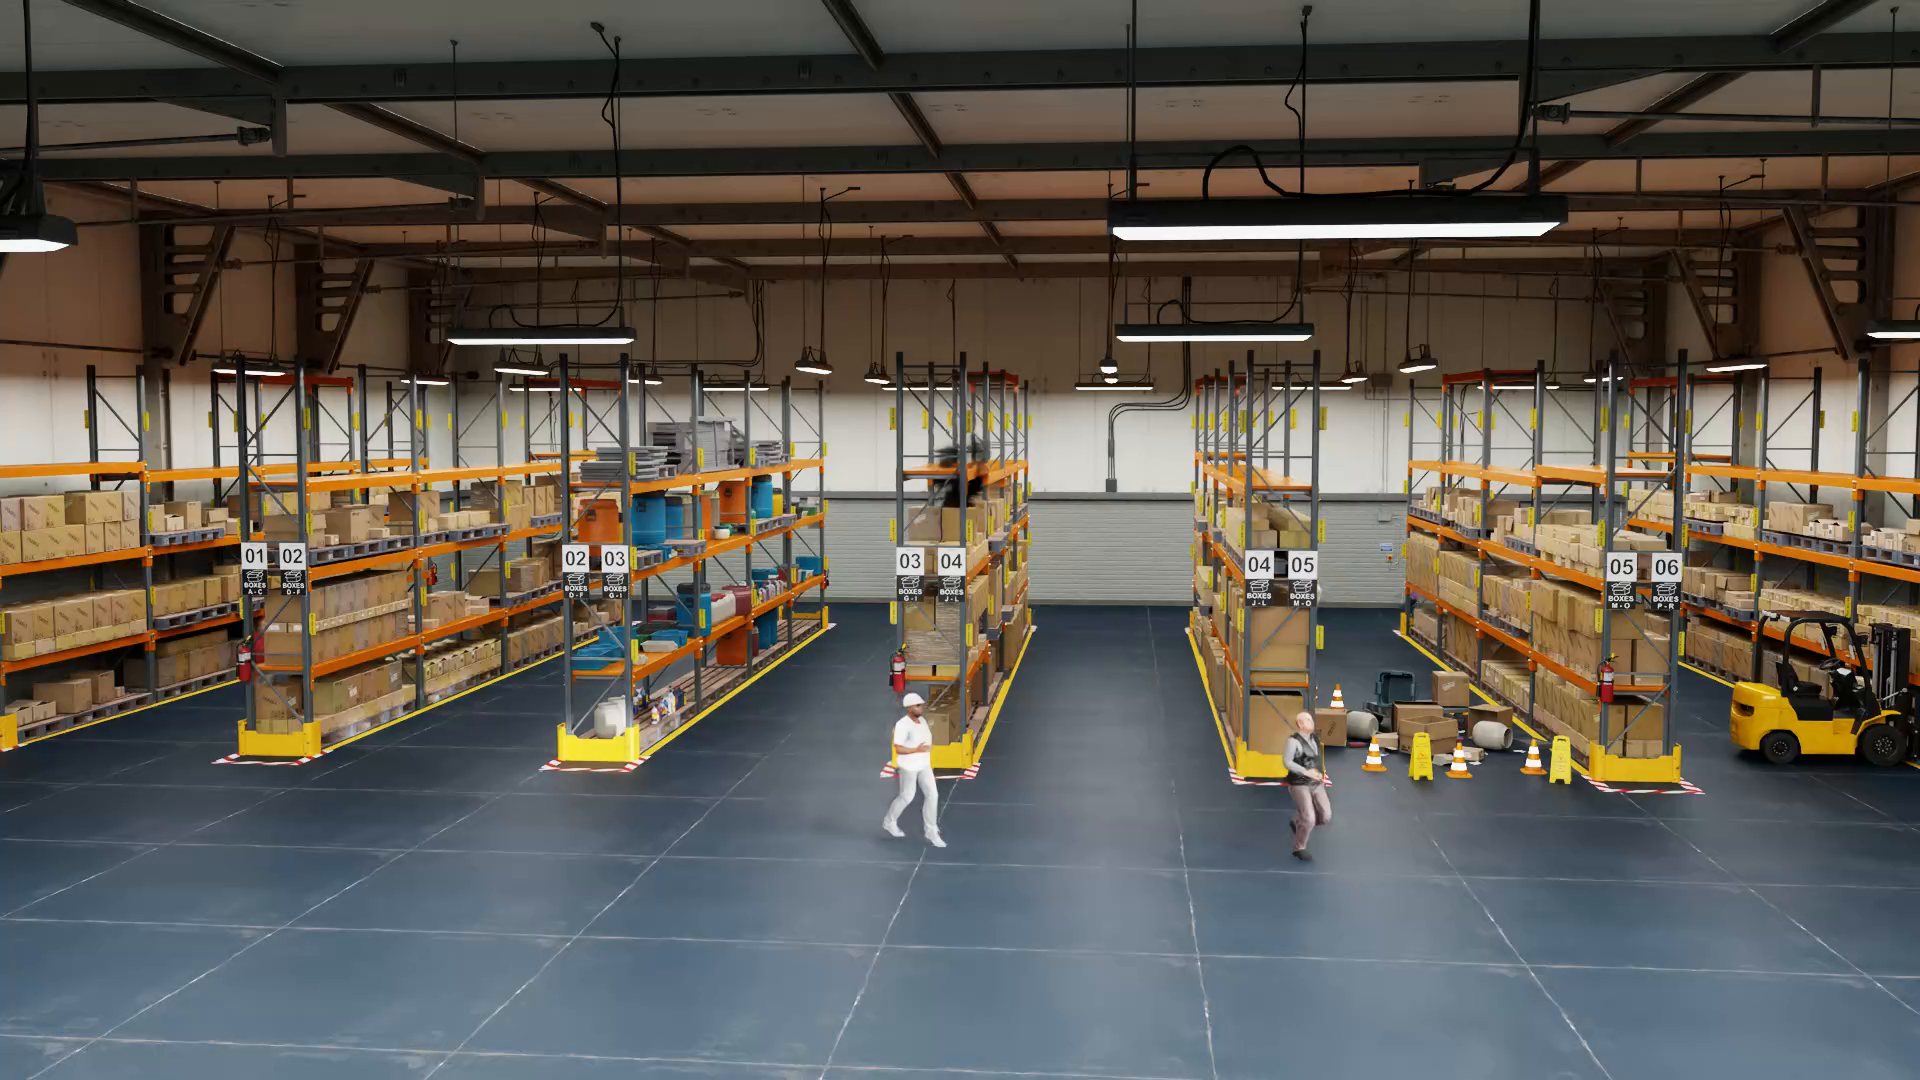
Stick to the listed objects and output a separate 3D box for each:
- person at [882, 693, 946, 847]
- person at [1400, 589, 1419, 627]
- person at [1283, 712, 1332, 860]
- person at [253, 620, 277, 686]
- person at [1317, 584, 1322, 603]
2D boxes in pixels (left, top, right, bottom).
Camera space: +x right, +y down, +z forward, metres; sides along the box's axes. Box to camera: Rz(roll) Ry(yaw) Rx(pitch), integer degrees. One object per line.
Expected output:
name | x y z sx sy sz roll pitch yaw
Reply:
person | -0.569 2.718 19.702 0.830 1.824 0.681 3 5 37
person | 11.003 1.386 40.348 0.624 1.536 0.610 1 4 16
person | 3.973 2.811 19.059 0.698 1.687 0.589 -3 5 -41
person | -11.639 2.179 27.871 0.664 1.684 0.678 0 4 -1
person | 7.848 1.506 37.566 0.591 1.742 0.762 0 4 -1
